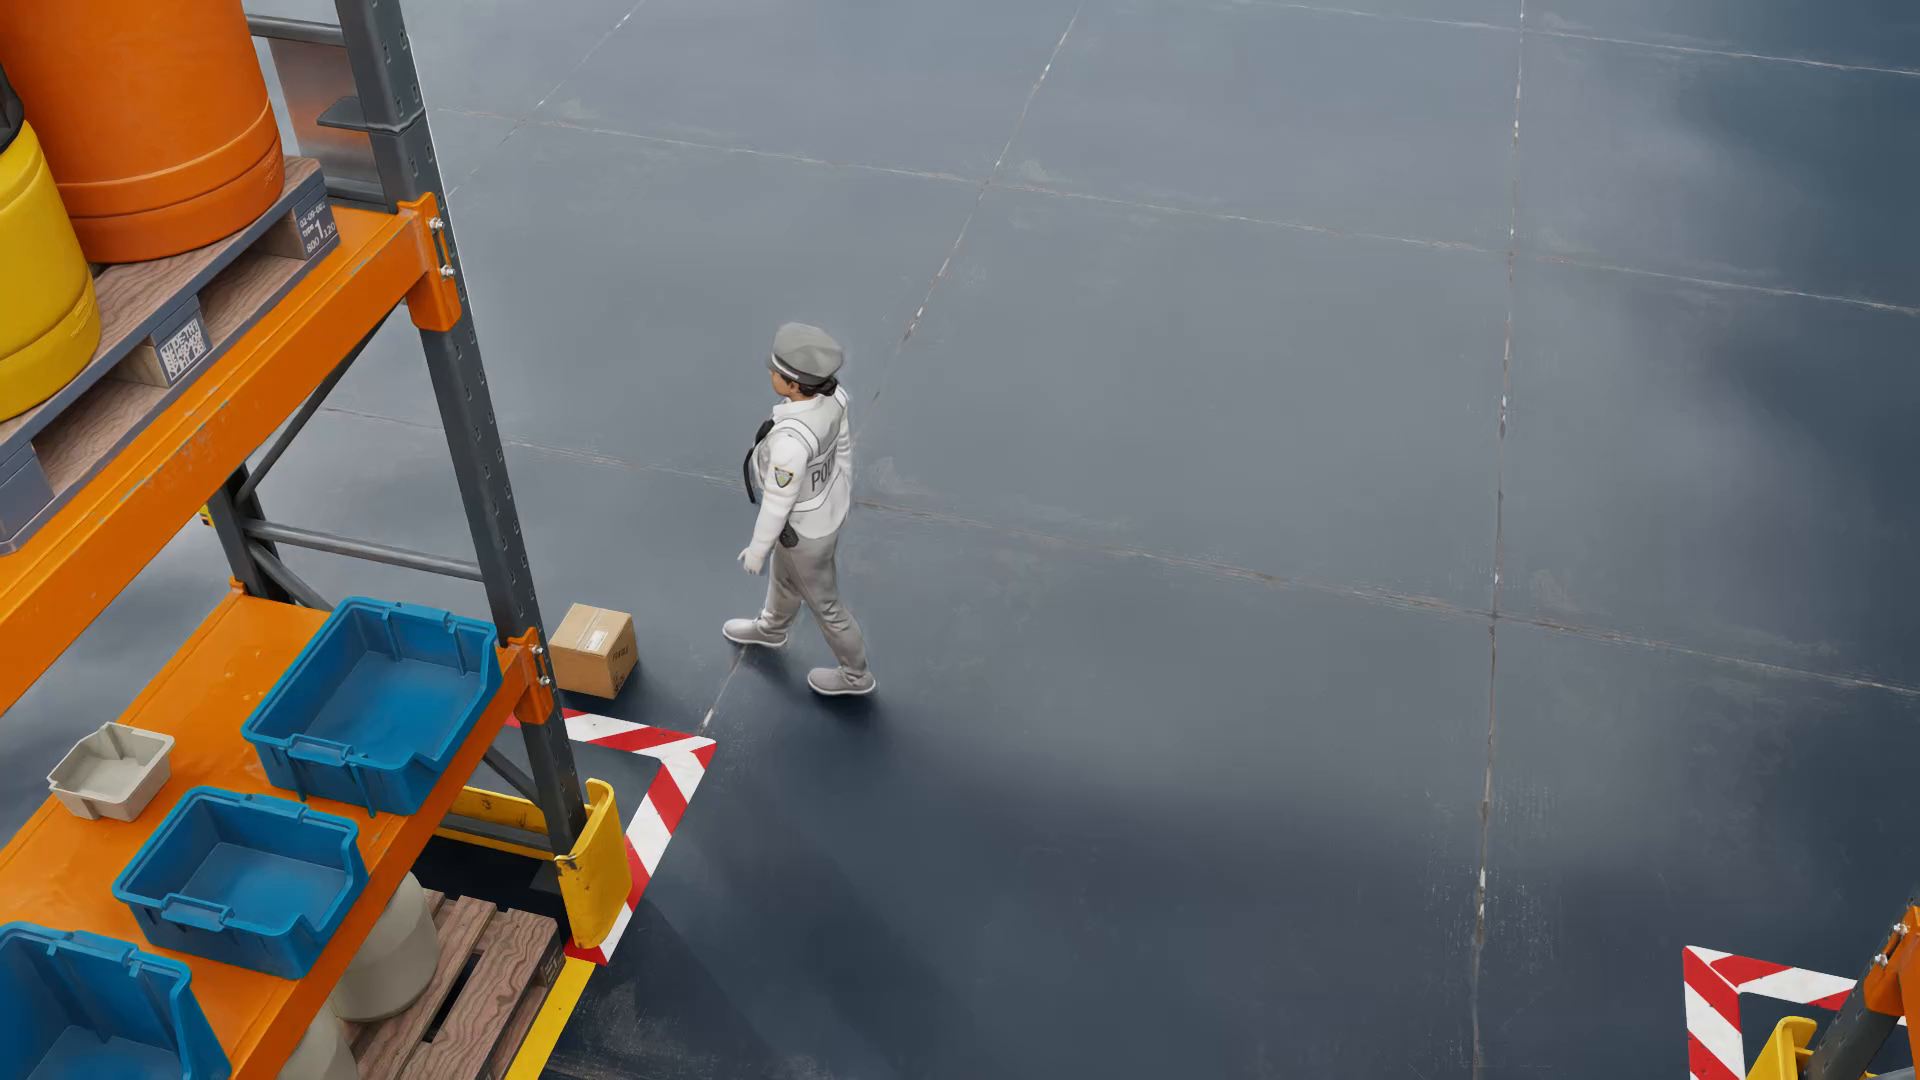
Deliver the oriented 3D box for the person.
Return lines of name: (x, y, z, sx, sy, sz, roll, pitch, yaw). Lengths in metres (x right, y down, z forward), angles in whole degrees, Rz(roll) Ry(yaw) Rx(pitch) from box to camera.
person: (-0.686, -0.092, 6.212, 0.693, 1.664, 0.498, 9, 42, 10)
